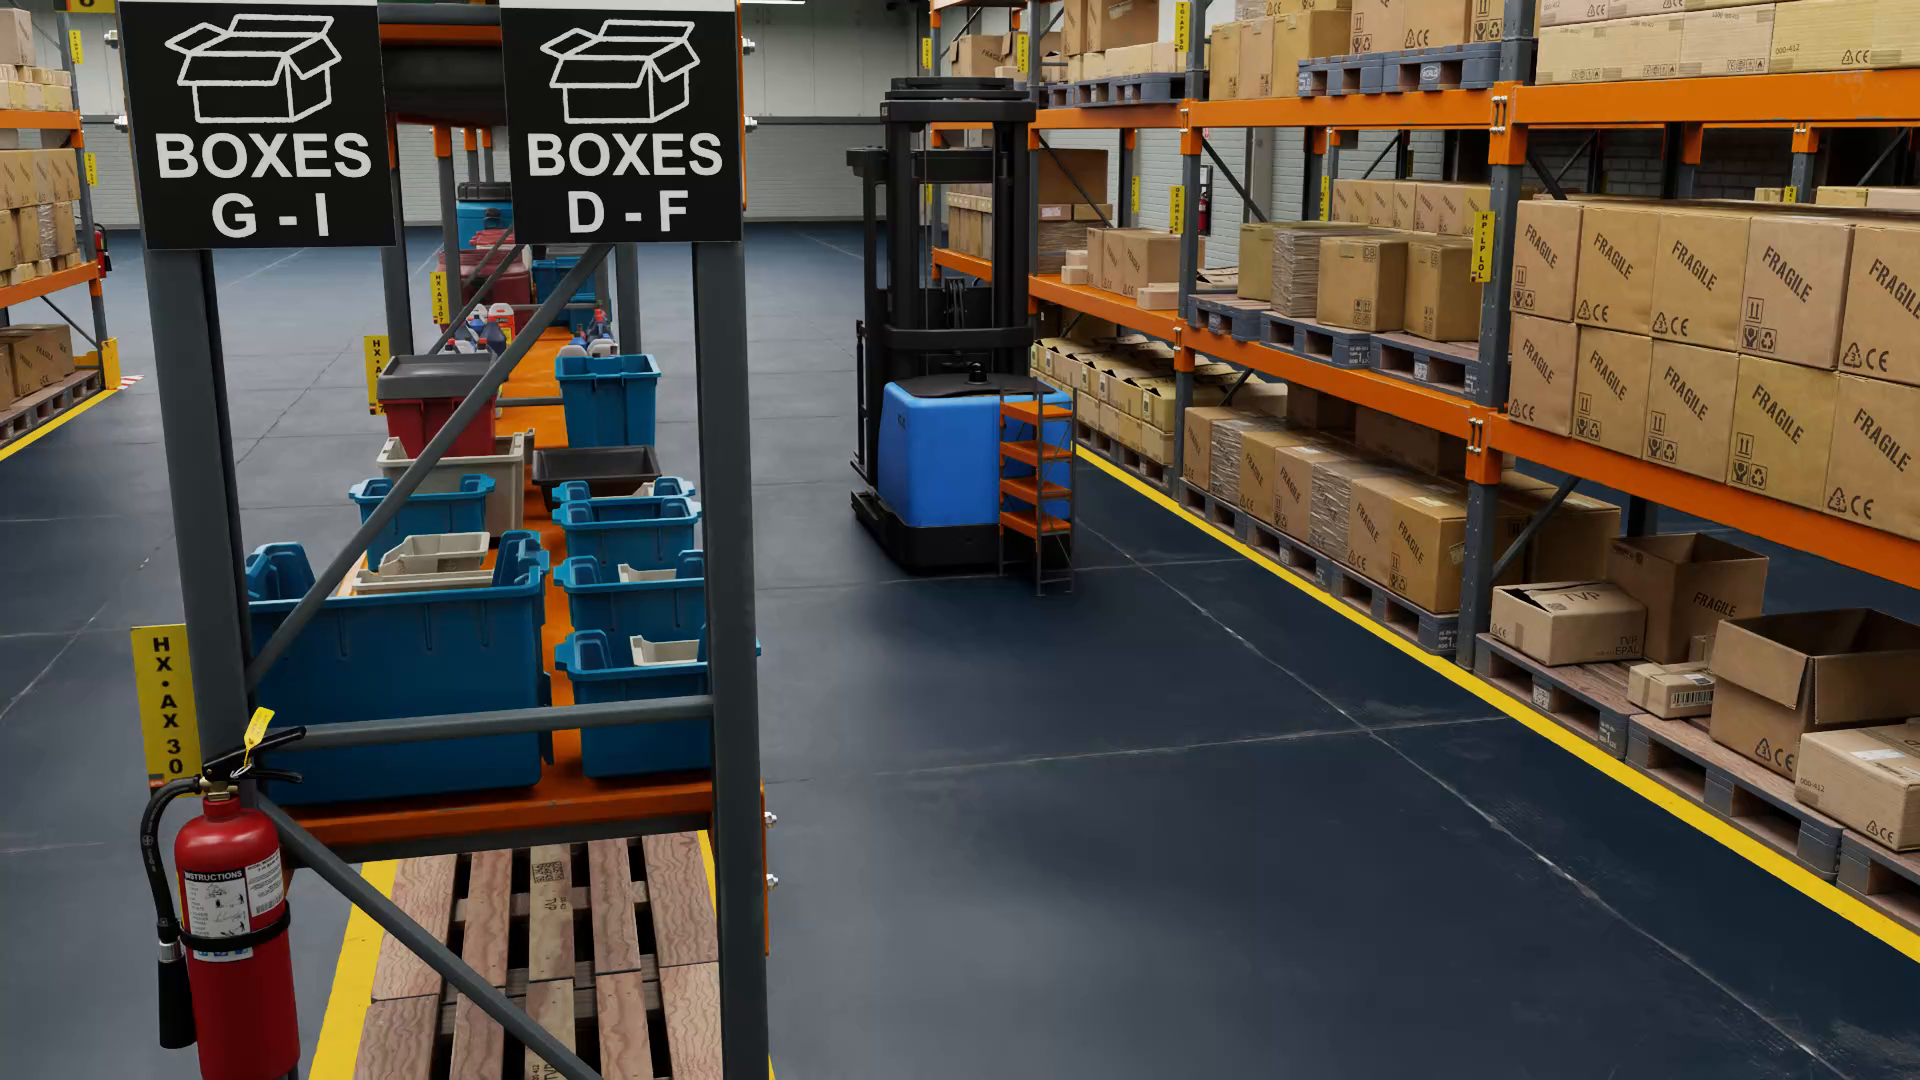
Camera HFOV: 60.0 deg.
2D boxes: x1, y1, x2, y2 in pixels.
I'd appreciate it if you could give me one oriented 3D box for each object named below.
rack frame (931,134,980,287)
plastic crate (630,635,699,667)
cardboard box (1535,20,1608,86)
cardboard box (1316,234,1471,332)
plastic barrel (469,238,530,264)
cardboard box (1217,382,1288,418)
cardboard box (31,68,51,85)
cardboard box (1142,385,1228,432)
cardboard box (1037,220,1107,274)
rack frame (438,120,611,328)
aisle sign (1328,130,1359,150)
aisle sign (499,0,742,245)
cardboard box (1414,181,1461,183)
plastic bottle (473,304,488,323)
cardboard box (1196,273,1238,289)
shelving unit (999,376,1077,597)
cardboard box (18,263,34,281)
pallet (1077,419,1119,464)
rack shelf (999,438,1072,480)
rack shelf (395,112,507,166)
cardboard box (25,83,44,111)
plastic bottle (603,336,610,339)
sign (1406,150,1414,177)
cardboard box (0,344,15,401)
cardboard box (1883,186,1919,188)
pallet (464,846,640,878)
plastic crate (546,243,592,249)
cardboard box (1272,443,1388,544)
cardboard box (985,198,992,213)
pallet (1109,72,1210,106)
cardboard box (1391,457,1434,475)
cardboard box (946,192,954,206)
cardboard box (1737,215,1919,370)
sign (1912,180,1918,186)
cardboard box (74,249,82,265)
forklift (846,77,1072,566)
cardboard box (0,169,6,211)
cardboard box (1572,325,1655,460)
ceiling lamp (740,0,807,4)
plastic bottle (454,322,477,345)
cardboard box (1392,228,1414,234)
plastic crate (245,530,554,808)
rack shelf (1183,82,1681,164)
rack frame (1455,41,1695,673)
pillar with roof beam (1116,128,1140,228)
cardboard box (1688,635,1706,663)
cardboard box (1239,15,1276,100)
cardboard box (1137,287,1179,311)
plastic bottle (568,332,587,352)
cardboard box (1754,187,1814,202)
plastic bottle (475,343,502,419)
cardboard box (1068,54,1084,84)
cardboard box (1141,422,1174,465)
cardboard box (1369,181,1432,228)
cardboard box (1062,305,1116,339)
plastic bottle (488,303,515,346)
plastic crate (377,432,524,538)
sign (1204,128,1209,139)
[{"bbox_3d":[0.169,-3.611,19.387,1.000,3.000,0.127,-3,14,-13],"label":"rack frame"},{"bbox_3d":[-0.622,0.300,3.807,0.250,0.136,0.298,-3,14,-13],"label":"plastic crate"},{"bbox_3d":[2.861,-2.101,7.202,0.500,0.250,0.500,-3,14,-13],"label":"cardboard box"},{"bbox_3d":[2.513,-1.499,9.649,0.700,0.500,0.500,-7,16,-27],"label":"cardboard box"},{"bbox_3d":[-3.422,-1.977,12.413,0.433,0.535,0.433,0,14,0],"label":"plastic barrel"},{"bbox_3d":[2.211,-1.043,12.605,0.500,0.311,0.500,-3,14,-11],"label":"cardboard box"},{"bbox_3d":[-8.892,-4.411,15.817,0.380,0.149,0.250,-3,14,-13],"label":"cardboard box"},{"bbox_3d":[1.686,-1.013,12.481,0.500,0.311,0.500,-3,14,-12],"label":"cardboard box"},{"bbox_3d":[0.998,-2.839,16.016,0.700,0.500,0.500,-4,14,-15],"label":"cardboard box"},{"bbox_3d":[-2.768,-1.490,10.707,1.000,3.000,0.127,-3,14,-13],"label":"rack frame"},{"bbox_3d":[4.675,-5.151,20.212,0.394,0.787,0.004,-3,14,-13],"label":"aisle sign"},{"bbox_3d":[-0.583,-0.908,2.844,0.394,0.787,0.004,-3,14,-13],"label":"aisle sign"},{"bbox_3d":[5.535,-3.857,19.086,0.500,0.500,0.500,-4,14,-15],"label":"cardboard box"},{"bbox_3d":[-2.980,-1.312,10.239,0.152,0.276,0.135,-3,14,-13],"label":"plastic bottle"},{"bbox_3d":[2.005,-1.809,12.197,0.500,0.311,0.500,-2,14,-10],"label":"cardboard box"},{"bbox_3d":[0.449,-0.322,9.715,0.258,1.200,0.503,-6,15,-24],"label":"shelving unit"},{"bbox_3d":[-8.645,-2.427,15.068,0.380,0.149,0.250,-3,14,-13],"label":"cardboard box"},{"bbox_3d":[1.610,-0.884,14.100,1.003,0.211,1.213,-3,14,-13],"label":"pallet"},{"bbox_3d":[0.449,-0.473,9.678,0.258,0.148,0.480,-6,15,-24],"label":"rack shelf"},{"bbox_3d":[-2.298,-2.137,8.547,1.077,0.370,4.000,-3,14,-13],"label":"rack shelf"},{"bbox_3d":[-8.868,-4.113,15.439,0.500,0.250,0.500,-3,14,-12],"label":"cardboard box"},{"bbox_3d":[-1.839,-0.928,8.678,0.097,0.271,0.097,0,14,0],"label":"plastic bottle"},{"bbox_3d":[5.528,-4.630,20.454,0.100,0.325,0.005,-3,14,-13],"label":"sign"},{"bbox_3d":[-8.941,-1.492,15.095,0.500,0.500,0.500,-5,14,-18],"label":"cardboard box"},{"bbox_3d":[7.221,-2.519,12.459,0.500,0.250,0.500,-3,14,-12],"label":"cardboard box"},{"bbox_3d":[-1.618,0.955,6.575,1.003,0.211,1.213,-3,14,-13],"label":"pallet"},{"bbox_3d":[-3.296,-2.349,14.089,0.402,0.464,0.583,-3,14,-13],"label":"plastic crate"},{"bbox_3d":[2.246,-0.287,10.123,0.500,0.500,0.500,-4,14,-15],"label":"cardboard box"},{"bbox_3d":[0.475,-3.457,17.179,0.380,0.149,0.250,-3,14,-11],"label":"cardboard box"},{"bbox_3d":[1.802,-3.282,12.120,1.213,0.211,1.003,-3,14,-11],"label":"pallet"},{"bbox_3d":[2.865,-0.205,9.788,0.500,0.500,0.500,-3,14,-13],"label":"cardboard box"},{"bbox_3d":[0.052,-3.872,18.879,0.380,0.149,0.250,-3,14,-14],"label":"cardboard box"},{"bbox_3d":[3.189,-0.896,5.956,0.500,0.500,0.500,-3,14,-11],"label":"cardboard box"},{"bbox_3d":[7.401,-2.637,12.959,0.100,0.325,0.005,-3,14,-13],"label":"sign"},{"bbox_3d":[-9.193,-2.883,16.938,0.380,0.149,0.250,-3,14,-13],"label":"cardboard box"},{"bbox_3d":[-0.143,-1.569,11.175,1.130,2.935,3.031,-3,14,-13],"label":"forklift"},{"bbox_3d":[-8.499,-3.049,14.142,0.500,0.500,0.500,-3,14,-13],"label":"cardboard box"},{"bbox_3d":[2.966,-0.641,7.018,0.500,0.500,0.500,-3,14,-12],"label":"cardboard box"},{"bbox_3d":[-4.971,-15.277,42.200,2.000,3.185,0.800,-3,14,-13],"label":"ceiling lamp"},{"bbox_3d":[-2.621,-0.991,8.769,0.144,0.351,0.185,-3,14,-13],"label":"plastic bottle"},{"bbox_3d":[5.156,-3.341,18.556,0.500,0.250,0.500,-3,14,-13],"label":"cardboard box"},{"bbox_3d":[-1.149,0.242,3.415,0.616,0.435,0.499,-3,14,-13],"label":"plastic crate"},{"bbox_3d":[2.518,-2.412,9.674,1.077,0.370,4.000,-3,14,-13],"label":"rack shelf"},{"bbox_3d":[2.988,-0.843,8.056,1.000,3.000,0.127,-3,14,-13],"label":"rack frame"},{"bbox_3d":[-1.014,-9.217,29.694,9.100,9.000,0.400,-3,14,-13],"label":"pillar with roof beam"},{"bbox_3d":[3.543,0.527,7.529,0.380,0.149,0.250,-3,14,-13],"label":"cardboard box"},{"bbox_3d":[2.303,-3.055,10.579,0.910,0.500,0.500,-3,14,-13],"label":"cardboard box"},{"bbox_3d":[1.568,-1.836,12.649,0.380,0.149,0.250,-3,14,-13],"label":"cardboard box"},{"bbox_3d":[-2.025,-0.965,8.829,0.097,0.271,0.097,0,14,0],"label":"plastic bottle"},{"bbox_3d":[6.662,-2.771,13.445,0.380,0.149,0.250,-6,15,-23],"label":"cardboard box"},{"bbox_3d":[-2.222,-0.745,7.762,0.144,0.351,0.185,-3,14,-13],"label":"plastic bottle"},{"bbox_3d":[1.244,-4.134,14.638,0.500,0.250,0.500,-2,14,-7],"label":"cardboard box"},{"bbox_3d":[1.687,-0.742,12.551,0.500,0.250,0.500,-3,14,-12],"label":"cardboard box"},{"bbox_3d":[5.025,-3.828,18.970,0.500,0.500,0.500,-4,14,-15],"label":"cardboard box"},{"bbox_3d":[1.304,-2.045,16.307,0.500,0.500,0.500,-3,14,-13],"label":"cardboard box"},{"bbox_3d":[-2.832,-1.321,10.274,0.152,0.276,0.135,-3,14,-13],"label":"plastic bottle"},{"bbox_3d":[-1.649,-0.177,5.453,0.437,0.282,0.530,-3,14,-13],"label":"plastic crate"},{"bbox_3d":[4.131,-6.865,27.820,0.001,0.298,0.199,-3,14,-13],"label":"sign"}]
